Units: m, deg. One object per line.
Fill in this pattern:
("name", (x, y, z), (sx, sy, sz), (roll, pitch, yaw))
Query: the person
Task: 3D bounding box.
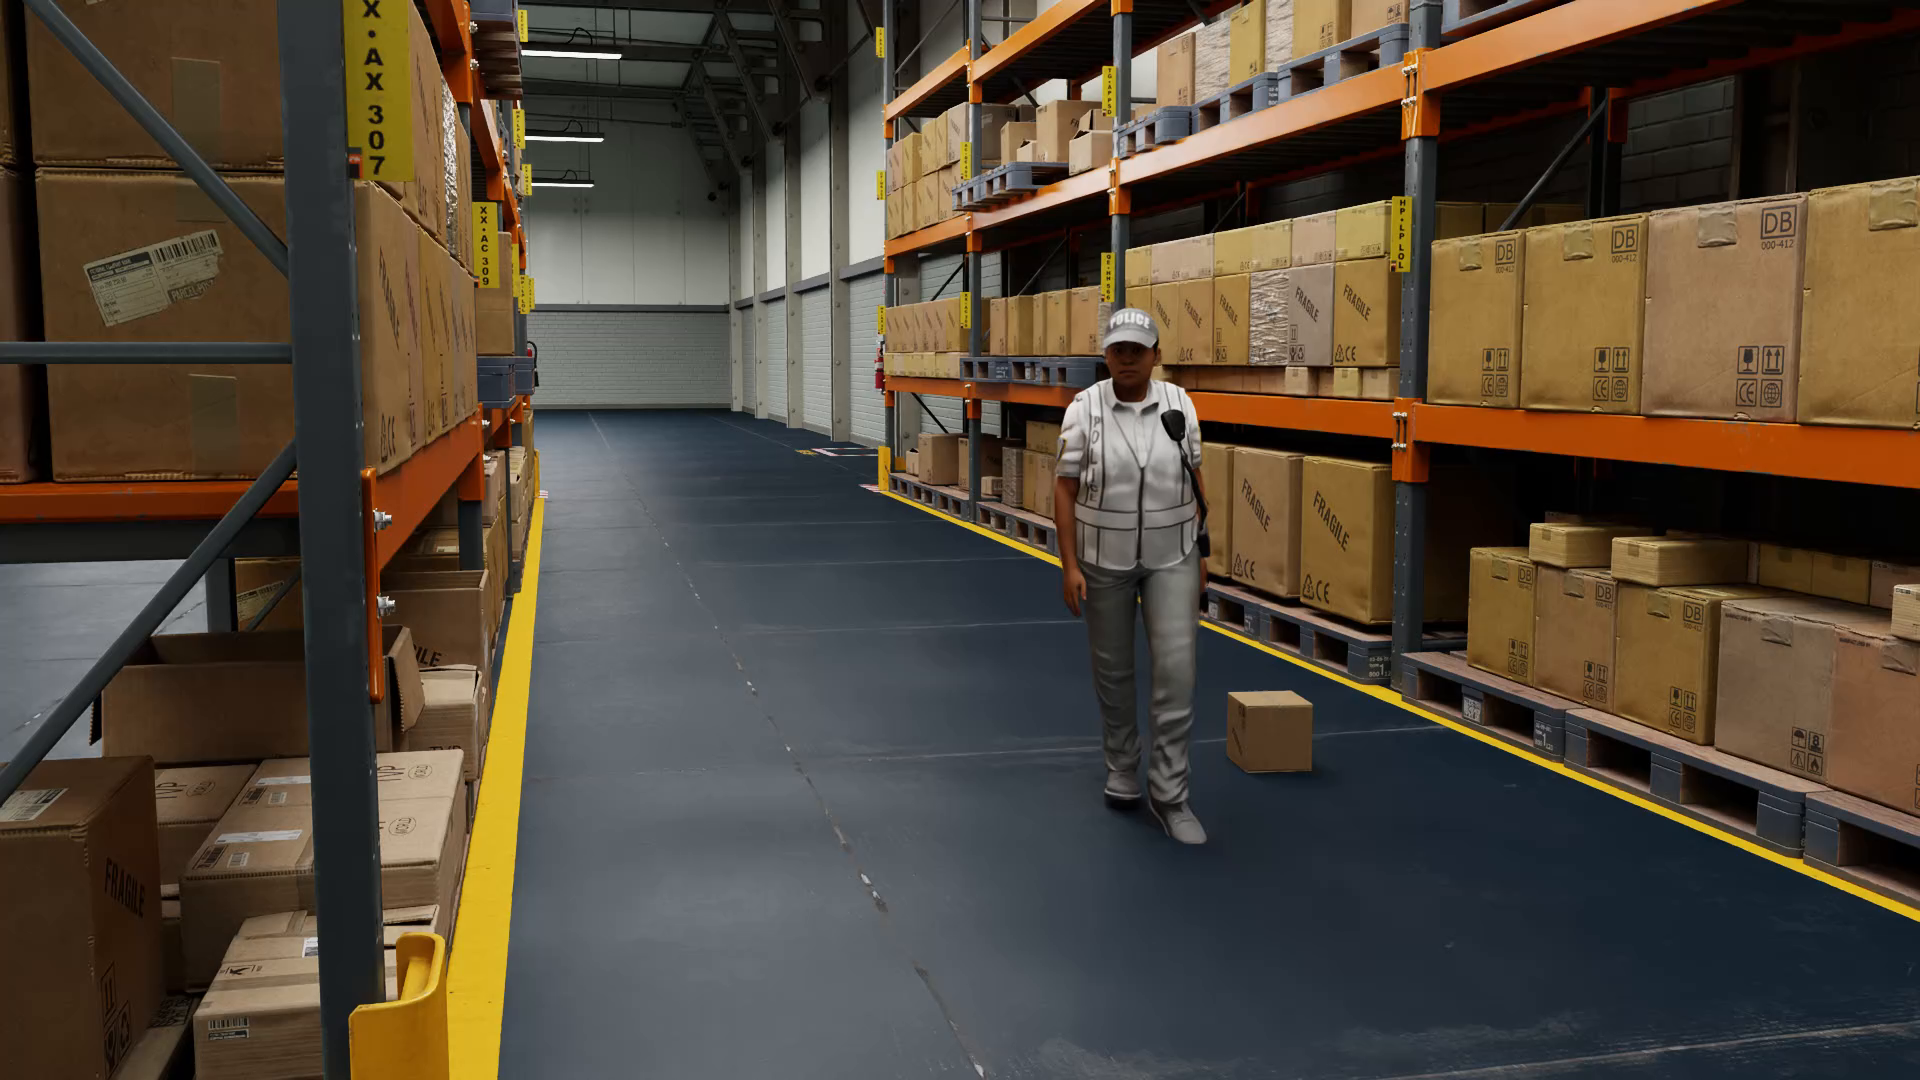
("person", (0.559, 0.103, 5.409), (0.507, 1.695, 0.652), (1, 6, 5))
